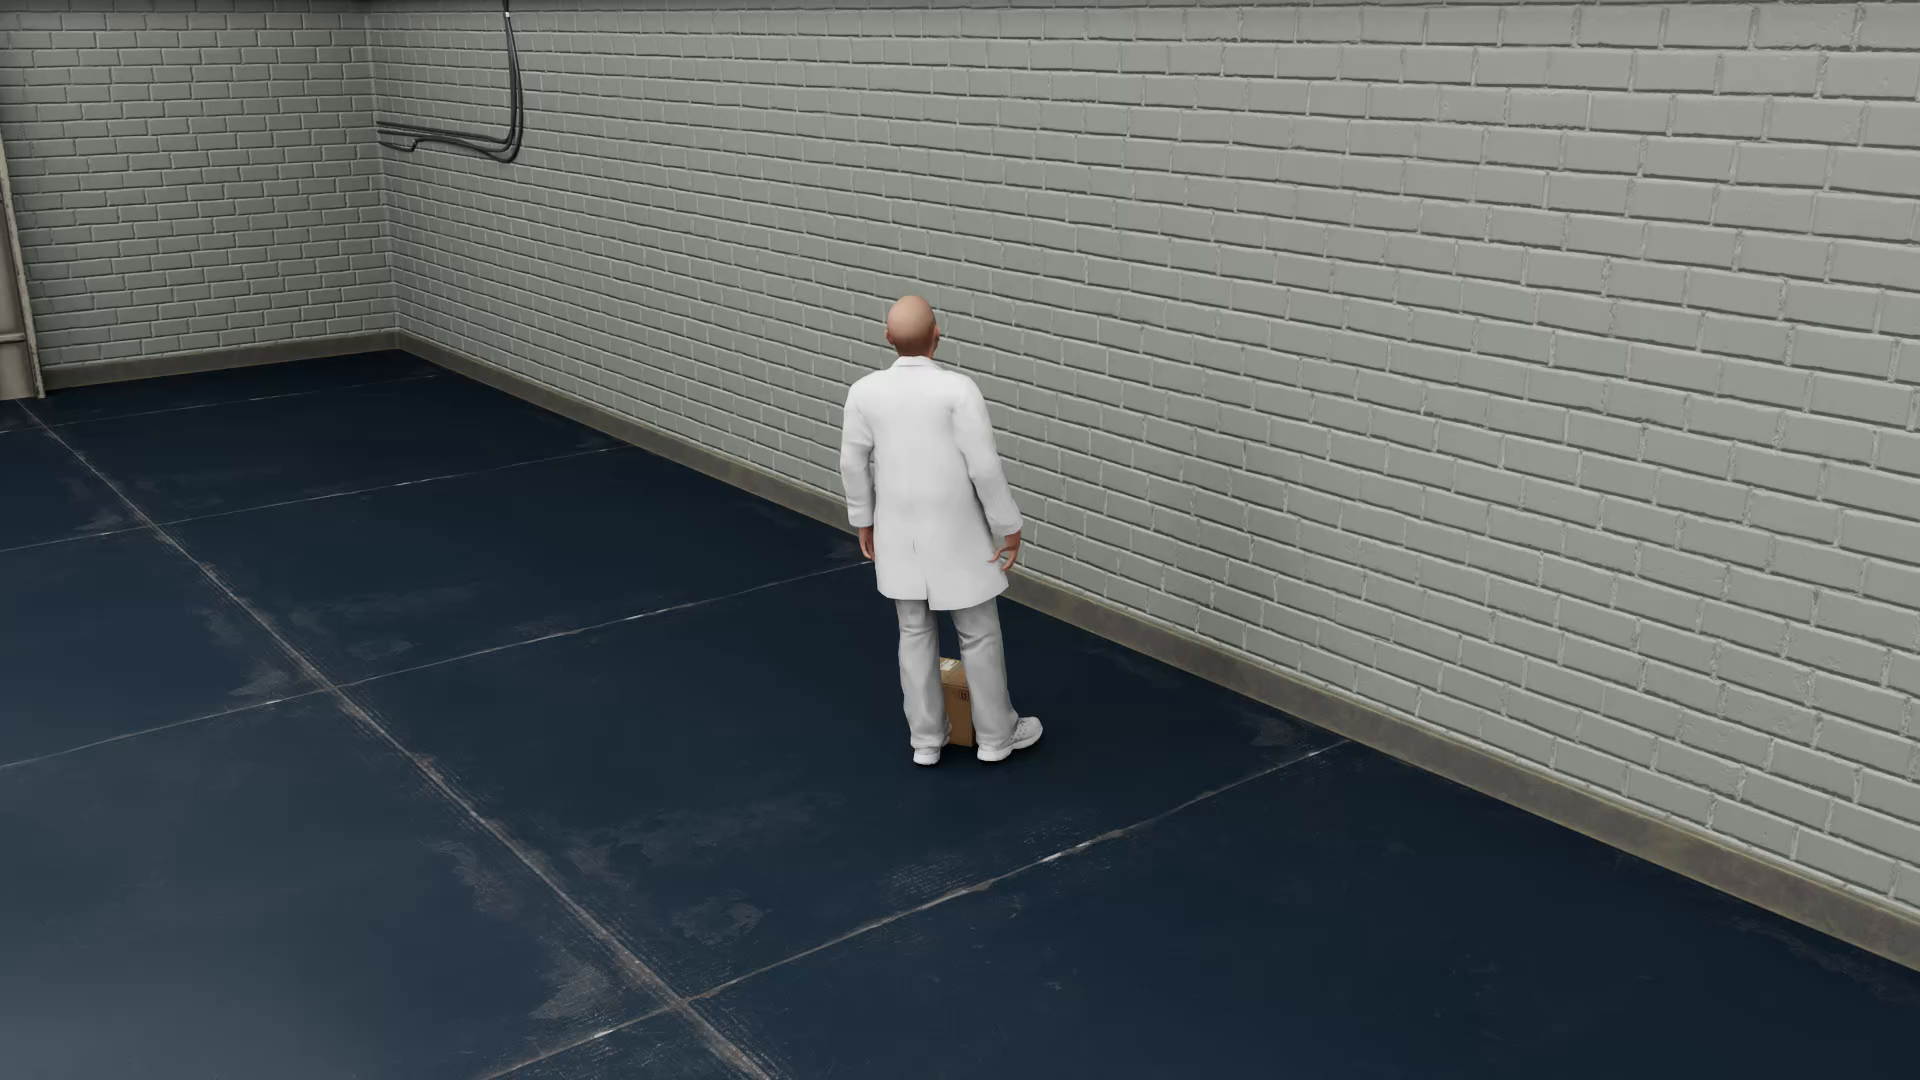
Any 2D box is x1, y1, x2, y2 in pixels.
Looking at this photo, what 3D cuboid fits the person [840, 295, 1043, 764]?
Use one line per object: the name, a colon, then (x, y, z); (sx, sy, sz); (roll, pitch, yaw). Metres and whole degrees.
person: (-0.067, -0.042, 6.181); (0.694, 1.775, 0.580); (7, 19, 22)
